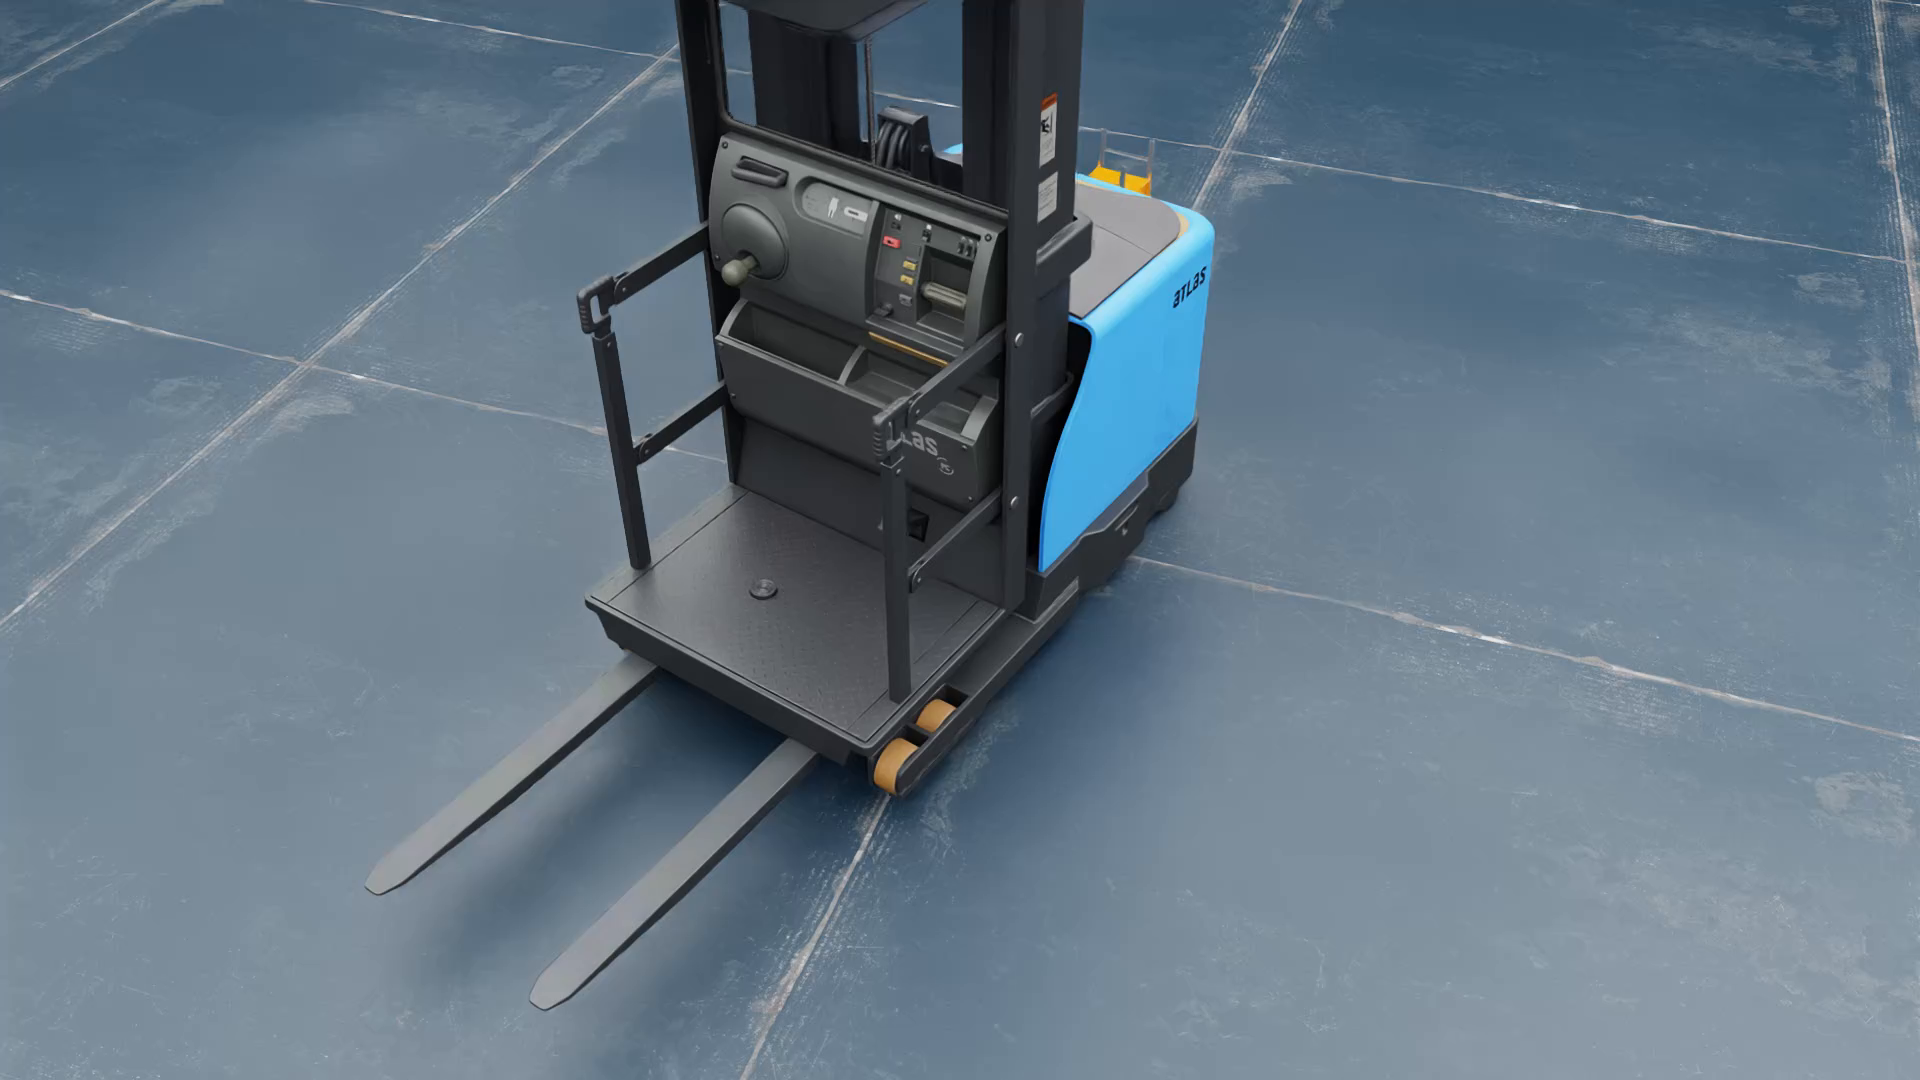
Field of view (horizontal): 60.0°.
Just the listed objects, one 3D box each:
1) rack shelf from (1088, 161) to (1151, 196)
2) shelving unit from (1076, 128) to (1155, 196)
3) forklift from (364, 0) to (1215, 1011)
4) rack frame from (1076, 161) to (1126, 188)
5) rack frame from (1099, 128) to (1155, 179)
[{"bbox_3d":[0.520,-1.146,5.854,0.215,0.259,0.240,20,41,21],"label":"rack shelf"},{"bbox_3d":[0.511,-0.929,6.019,0.215,1.050,0.252,20,41,21],"label":"shelving unit"},{"bbox_3d":[-0.423,-0.725,4.342,1.130,2.935,3.031,24,46,26],"label":"forklift"},{"bbox_3d":[0.453,-0.866,5.933,0.200,1.050,0.008,20,41,21],"label":"rack frame"},{"bbox_3d":[0.570,-0.992,6.105,0.200,1.050,0.008,20,41,21],"label":"rack frame"}]
